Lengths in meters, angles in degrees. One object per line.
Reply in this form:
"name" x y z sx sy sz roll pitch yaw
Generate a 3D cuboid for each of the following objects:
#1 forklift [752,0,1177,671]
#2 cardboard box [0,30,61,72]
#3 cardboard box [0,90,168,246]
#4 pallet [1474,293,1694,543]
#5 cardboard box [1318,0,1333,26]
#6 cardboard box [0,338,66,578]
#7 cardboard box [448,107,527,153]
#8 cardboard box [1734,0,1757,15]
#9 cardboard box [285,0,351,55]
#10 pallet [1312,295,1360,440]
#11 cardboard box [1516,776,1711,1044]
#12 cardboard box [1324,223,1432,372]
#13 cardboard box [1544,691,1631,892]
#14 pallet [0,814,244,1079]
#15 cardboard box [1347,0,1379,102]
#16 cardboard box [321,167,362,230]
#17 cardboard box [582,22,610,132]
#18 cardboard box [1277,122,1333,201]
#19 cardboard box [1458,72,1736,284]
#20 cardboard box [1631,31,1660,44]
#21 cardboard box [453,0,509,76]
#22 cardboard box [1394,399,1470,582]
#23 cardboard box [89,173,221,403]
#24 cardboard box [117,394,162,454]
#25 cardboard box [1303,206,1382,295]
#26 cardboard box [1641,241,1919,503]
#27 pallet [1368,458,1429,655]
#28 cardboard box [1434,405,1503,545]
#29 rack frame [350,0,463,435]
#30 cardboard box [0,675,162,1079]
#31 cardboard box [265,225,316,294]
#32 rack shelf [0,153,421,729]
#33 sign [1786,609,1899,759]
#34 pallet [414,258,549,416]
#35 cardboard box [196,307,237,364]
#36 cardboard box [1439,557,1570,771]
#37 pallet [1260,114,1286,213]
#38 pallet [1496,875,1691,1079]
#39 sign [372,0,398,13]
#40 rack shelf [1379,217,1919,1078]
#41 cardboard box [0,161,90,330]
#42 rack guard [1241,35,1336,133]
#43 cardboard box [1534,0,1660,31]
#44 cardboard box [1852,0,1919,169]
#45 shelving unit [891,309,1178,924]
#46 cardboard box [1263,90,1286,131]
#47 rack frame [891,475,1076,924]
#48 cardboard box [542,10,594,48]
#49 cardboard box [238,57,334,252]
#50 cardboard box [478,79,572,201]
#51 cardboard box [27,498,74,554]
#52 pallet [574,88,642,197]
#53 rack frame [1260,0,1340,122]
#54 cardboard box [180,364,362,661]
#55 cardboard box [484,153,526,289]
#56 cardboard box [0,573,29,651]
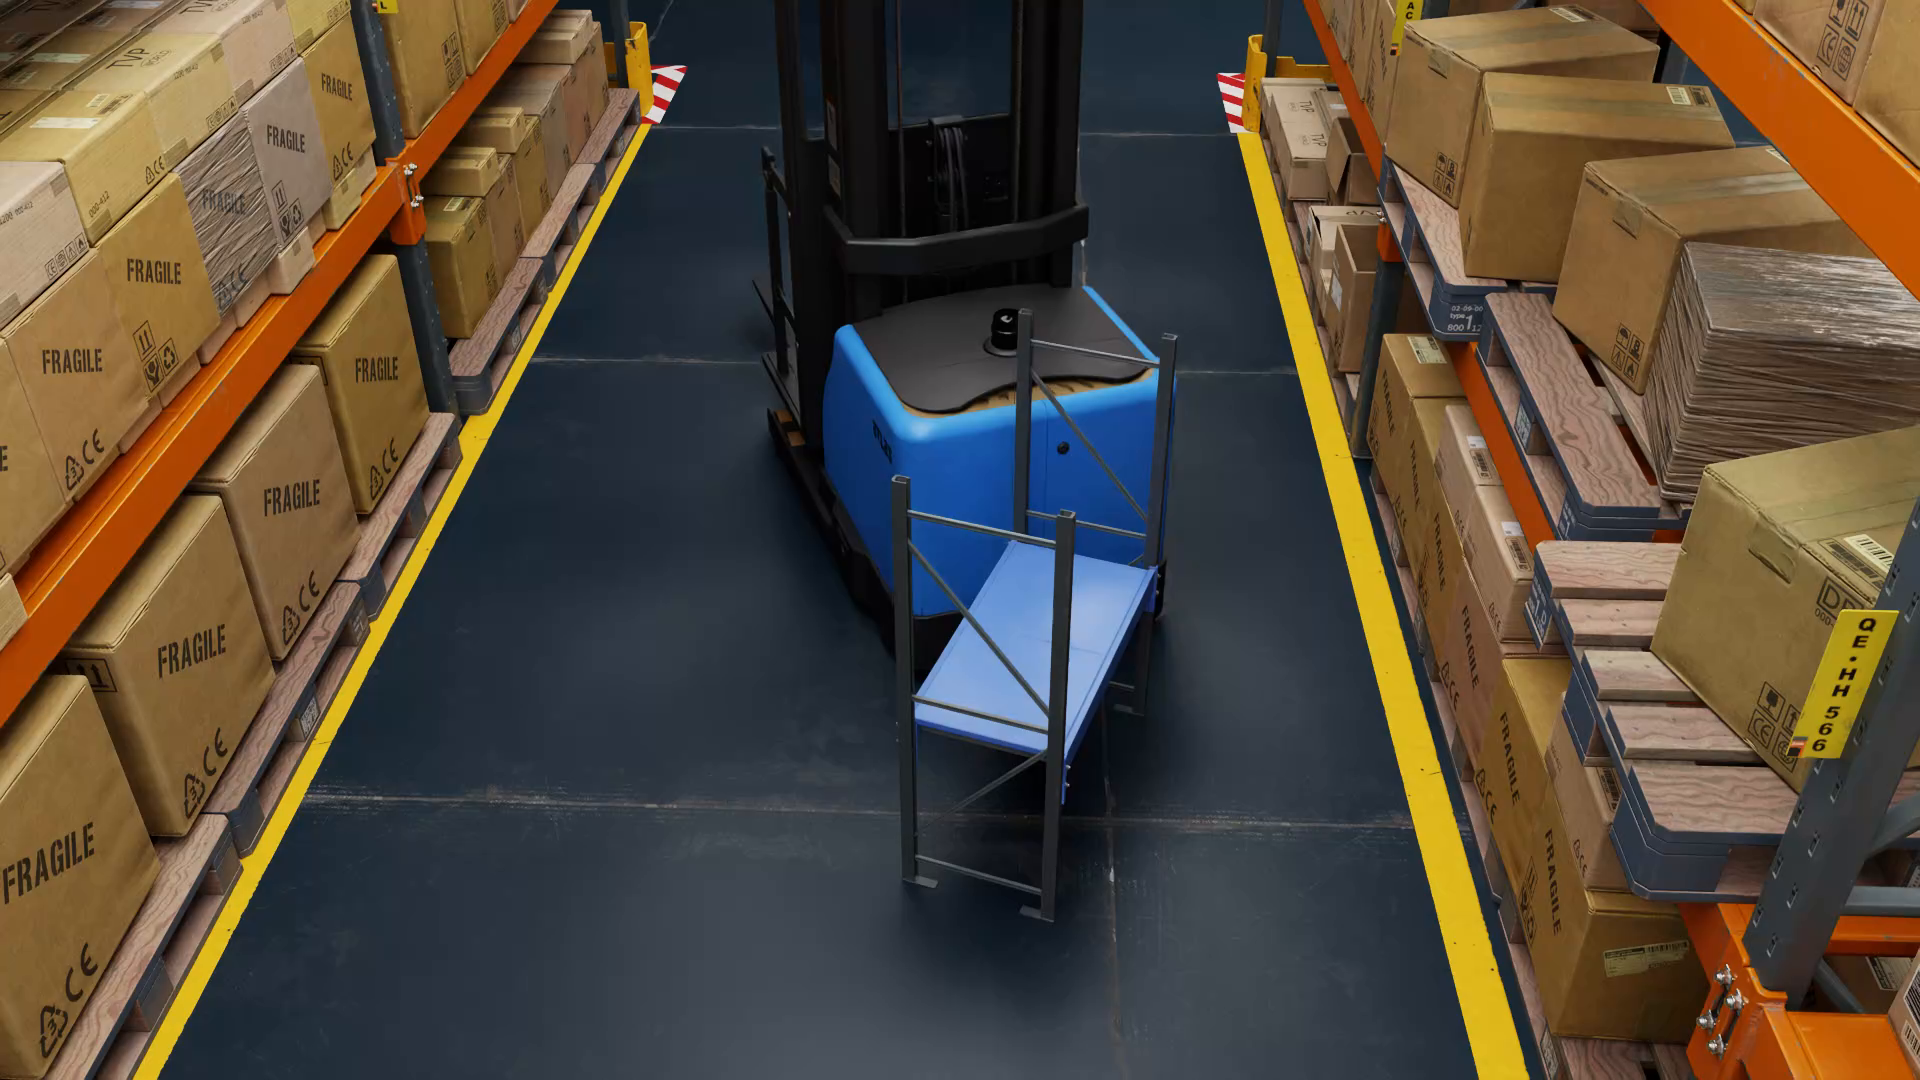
"forklift" -0.205 -1.575 6.441 1.130 2.935 3.031 -11 37 -16
"cardboard box" -3.044 -1.342 5.035 0.500 0.250 0.500 0 35 0
"cardboard box" -2.570 -1.035 4.599 0.500 0.250 0.500 1 35 1
"pallet" 2.126 -0.340 4.792 1.003 0.211 1.213 1 35 2
"cardboard box" 2.033 -2.817 8.063 0.500 0.500 0.500 2 35 3
"cardboard box" -2.591 -0.158 4.003 0.500 0.500 0.500 2 35 3
"cardboard box" -2.387 -2.046 8.296 0.380 0.149 0.250 0 35 1
"cardboard box" 2.078 -1.412 3.455 0.910 0.500 0.500 1 35 2
"cardboard box" -2.499 -1.915 5.850 0.500 0.250 0.500 2 35 3
"pallet" 2.242 -0.853 7.780 1.003 0.211 1.213 1 35 2
"cardboard box" 1.856 0.999 4.511 0.500 0.500 0.500 3 35 4
"cardboard box" 1.953 -1.090 7.484 0.500 0.500 0.500 1 35 2
"cardboard box" 1.854 0.660 4.342 0.500 0.250 0.500 3 35 4
"pallet" -2.790 1.276 4.750 1.003 0.211 1.213 1 35 2
"cardboard box" 1.997 -2.229 7.226 0.500 0.500 0.500 2 35 3
"cardboard box" -2.453 -1.270 6.150 0.380 0.149 0.250 2 35 3
"cardboard box" -2.504 -2.754 9.869 0.700 0.500 0.500 1 35 2
"cardboard box" 2.029 -2.072 9.098 0.500 0.250 0.500 1 35 2
"cardboard box" 2.007 -1.148 5.323 0.700 0.500 0.500 7 36 9
"cardboard box" 2.506 -1.927 6.796 0.500 0.500 0.500 2 35 3
"cardboard box" -2.663 -2.565 7.530 0.980 0.700 0.700 0 35 1
"cardboard box" 1.940 -0.177 6.185 0.500 0.500 0.500 2 35 3
"cardboard box" -2.557 -0.742 4.834 0.500 0.500 0.500 2 35 3
"cardboard box" -2.602 -0.384 4.889 0.380 0.149 0.250 2 35 2
"cardboard box" 1.983 -1.444 8.151 0.500 0.311 0.500 1 35 2
"cardboard box" 2.193 -0.399 4.257 0.700 0.500 0.500 8 36 11
"pallet" 2.219 0.010 6.552 1.003 0.211 1.213 1 35 2
"cardboard box" 1.910 -0.216 5.588 0.500 0.250 0.500 1 35 2
"rack frame" -2.736 -1.711 6.576 1.000 3.000 0.127 1 35 2
"cardboard box" -2.736 0.875 4.401 0.750 0.750 0.750 1 35 1
"cardboard box" -2.461 -0.970 5.722 0.380 0.149 0.250 1 35 2
"rack shelf" -2.817 -0.268 5.148 1.077 0.370 4.000 1 35 2
"sign" 1.510 0.251 2.847 0.100 0.325 0.005 1 35 2
"pallet" -2.628 -1.006 7.997 1.003 0.211 1.213 1 35 2
"cardboard box" -2.562 -0.687 5.320 0.380 0.149 0.250 0 35 1
"cardboard box" 1.892 0.400 5.363 0.500 0.500 0.500 0 35 0
"pallet" 2.340 -2.255 9.775 1.003 0.211 1.213 1 35 2
"pallet" 2.121 1.412 4.558 1.003 0.211 1.213 1 35 2
"sign" -2.194 -2.146 6.256 0.100 0.325 0.005 1 35 2
"rack shelf" 2.133 -0.156 4.988 1.077 0.370 4.000 1 35 2
"cardboard box" -2.584 -0.742 4.182 0.500 0.250 0.500 2 35 2
"rack guard" 2.371 -2.831 10.343 1.175 0.500 0.348 1 35 2
"cardboard box" 2.514 -2.313 6.476 0.500 0.500 0.500 2 35 3
"cardboard box" 2.037 -0.821 2.613 0.910 0.500 0.500 1 35 2
"shelving unit" 0.238 0.227 5.123 0.538 1.500 1.048 12 37 17
"cardboard box" 2.004 -2.542 9.839 0.380 0.166 0.250 1 35 2
"rack frame" 0.057 0.500 4.734 0.500 1.500 0.032 12 37 17
"cardboard box" -2.327 -2.942 9.571 0.380 0.149 0.250 1 35 1
"cardboard box" -2.514 -1.318 5.653 0.500 0.500 0.500 2 35 2
"cardboard box" -2.543 -2.178 9.049 0.700 0.500 0.500 0 35 0
"cardboard box" -2.650 -0.094 4.477 0.380 0.149 0.250 2 35 3
"pallet" -2.530 -2.407 9.992 1.003 0.211 1.213 1 35 2
"rack frame" 2.374 -3.897 9.687 1.000 3.000 0.127 1 35 2
"cardboard box" -2.665 -0.116 5.811 0.750 0.750 0.750 2 35 3
"cardboard box" -2.580 -1.576 8.193 0.700 0.500 0.500 1 35 1
"cardboard box" -2.538 0.202 4.055 0.380 0.149 0.250 2 35 3
